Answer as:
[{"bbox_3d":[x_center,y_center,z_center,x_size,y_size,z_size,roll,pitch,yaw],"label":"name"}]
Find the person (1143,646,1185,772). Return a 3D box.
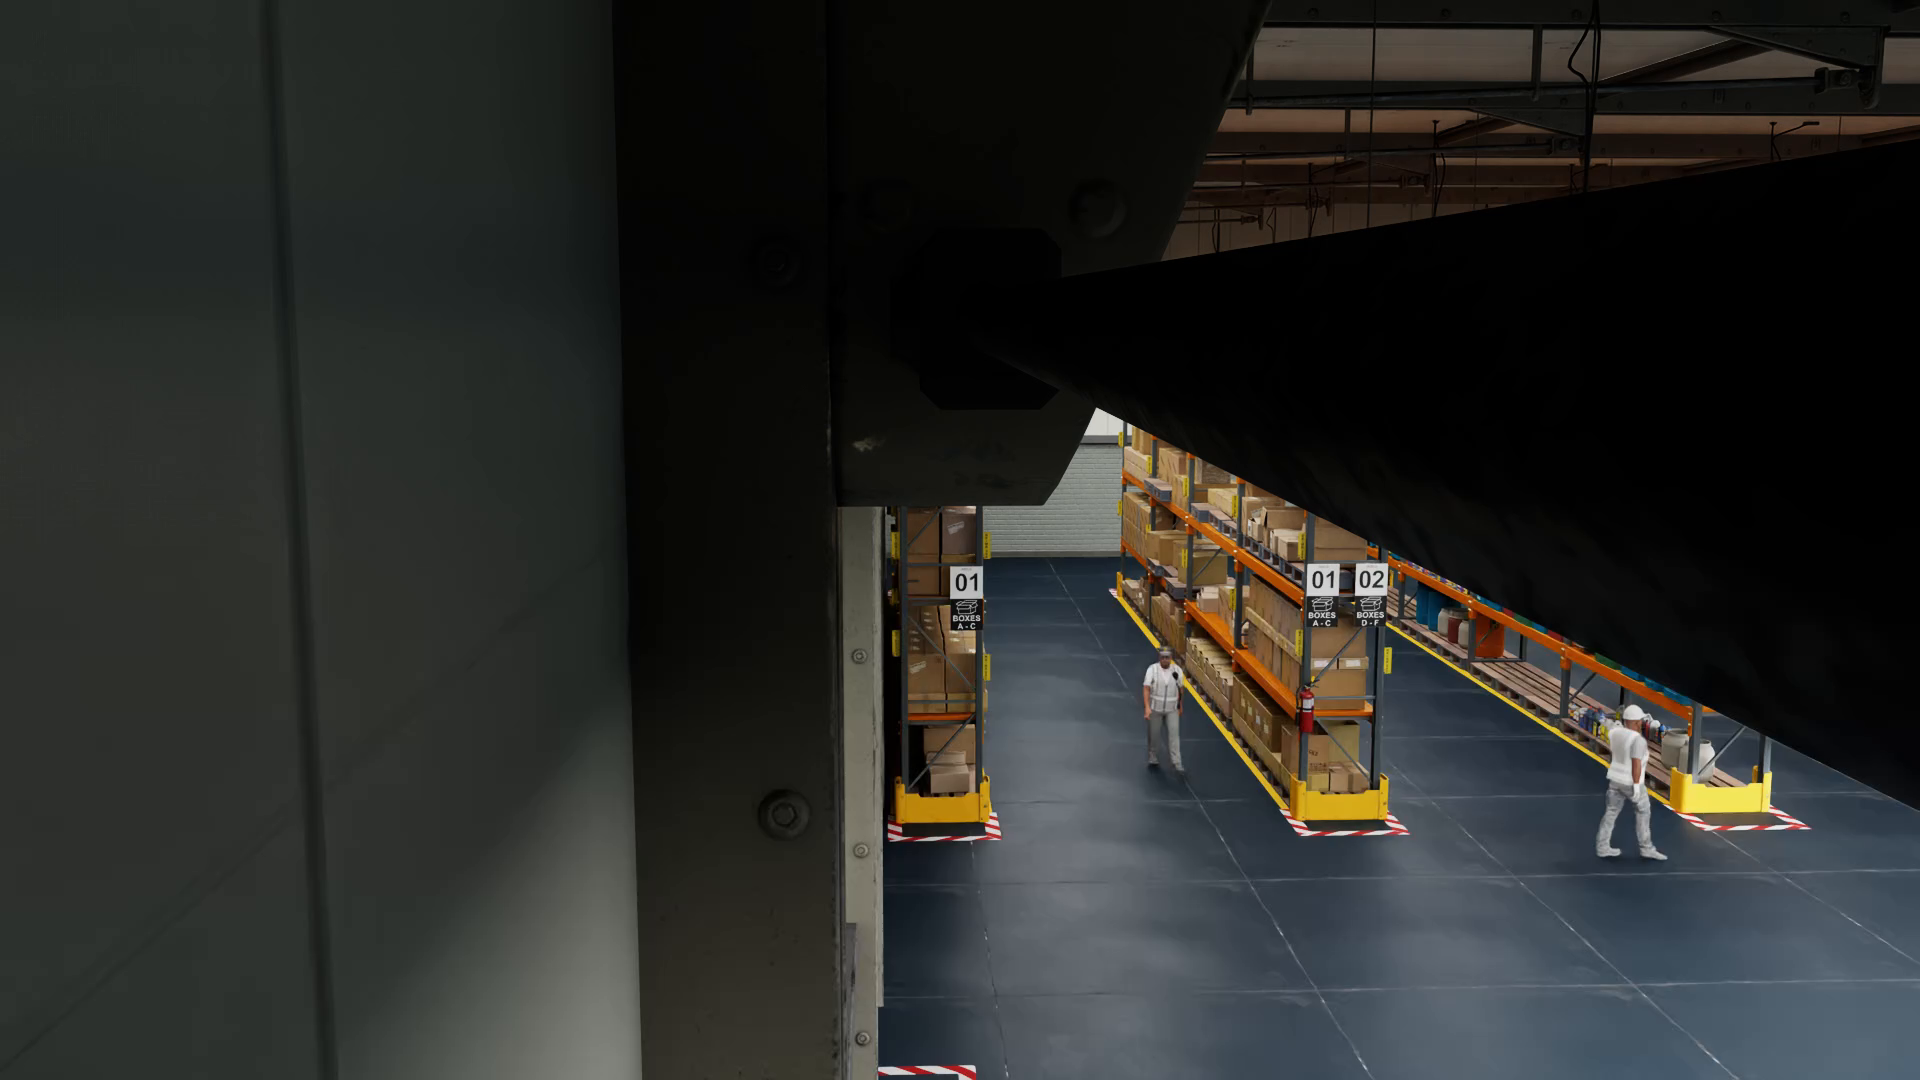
[{"bbox_3d":[2.783,2.294,22.646,0.576,1.709,1.074,0,8,2],"label":"person"}]

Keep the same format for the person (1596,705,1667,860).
[{"bbox_3d":[7.701,2.784,19.129,0.765,1.786,0.585,-3,9,-22],"label":"person"}]
